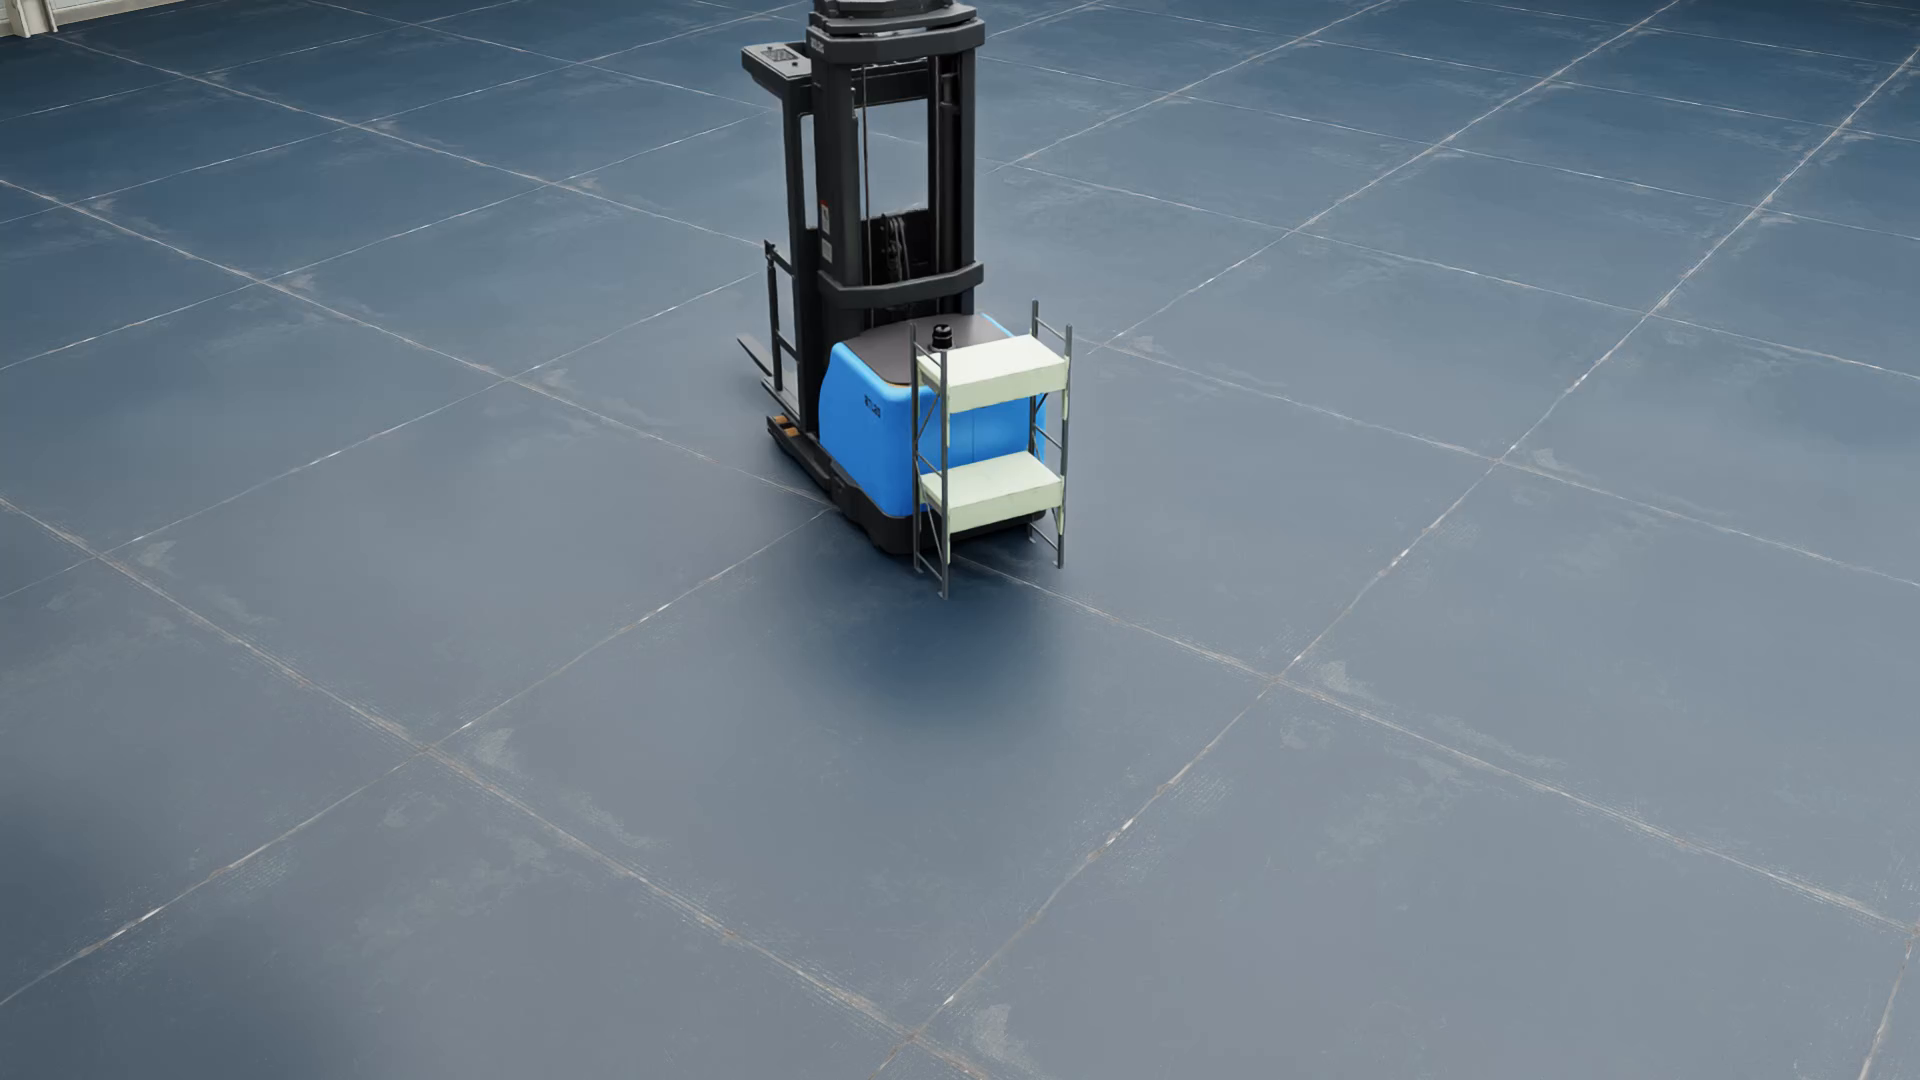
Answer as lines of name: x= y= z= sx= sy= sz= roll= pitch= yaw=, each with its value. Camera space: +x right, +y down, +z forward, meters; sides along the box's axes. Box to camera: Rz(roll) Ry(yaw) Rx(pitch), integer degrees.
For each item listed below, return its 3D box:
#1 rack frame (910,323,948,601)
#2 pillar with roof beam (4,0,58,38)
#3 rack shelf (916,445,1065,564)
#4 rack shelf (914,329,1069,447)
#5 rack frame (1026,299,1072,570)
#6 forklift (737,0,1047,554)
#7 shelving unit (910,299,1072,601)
rack frame: x=-0.165 y=-0.400 z=8.954 sx=0.023 sy=1.500 sz=0.400 roll=-14 pitch=34 yaw=-23
pillar with roof beam: x=-7.742 y=-8.681 z=15.572 sx=9.100 sy=9.000 sz=0.400 roll=21 pitch=37 yaw=31
rack shelf: x=0.162 y=-0.204 z=9.262 sx=0.720 sy=0.370 sz=0.431 roll=-14 pitch=34 yaw=-23
rack shelf: x=0.163 y=-0.820 z=8.896 sx=0.720 sy=0.370 sz=0.431 roll=-14 pitch=34 yaw=-23
rack frame: x=0.489 y=-0.568 z=9.237 sx=0.023 sy=1.500 sz=0.400 roll=-14 pitch=34 yaw=-23
forklift: x=-0.602 y=-1.909 z=10.096 sx=1.130 sy=2.935 sz=3.031 roll=-14 pitch=34 yaw=-23
shelving unit: x=0.162 y=-0.484 z=9.095 sx=0.755 sy=1.500 sz=0.431 roll=-14 pitch=34 yaw=-23
